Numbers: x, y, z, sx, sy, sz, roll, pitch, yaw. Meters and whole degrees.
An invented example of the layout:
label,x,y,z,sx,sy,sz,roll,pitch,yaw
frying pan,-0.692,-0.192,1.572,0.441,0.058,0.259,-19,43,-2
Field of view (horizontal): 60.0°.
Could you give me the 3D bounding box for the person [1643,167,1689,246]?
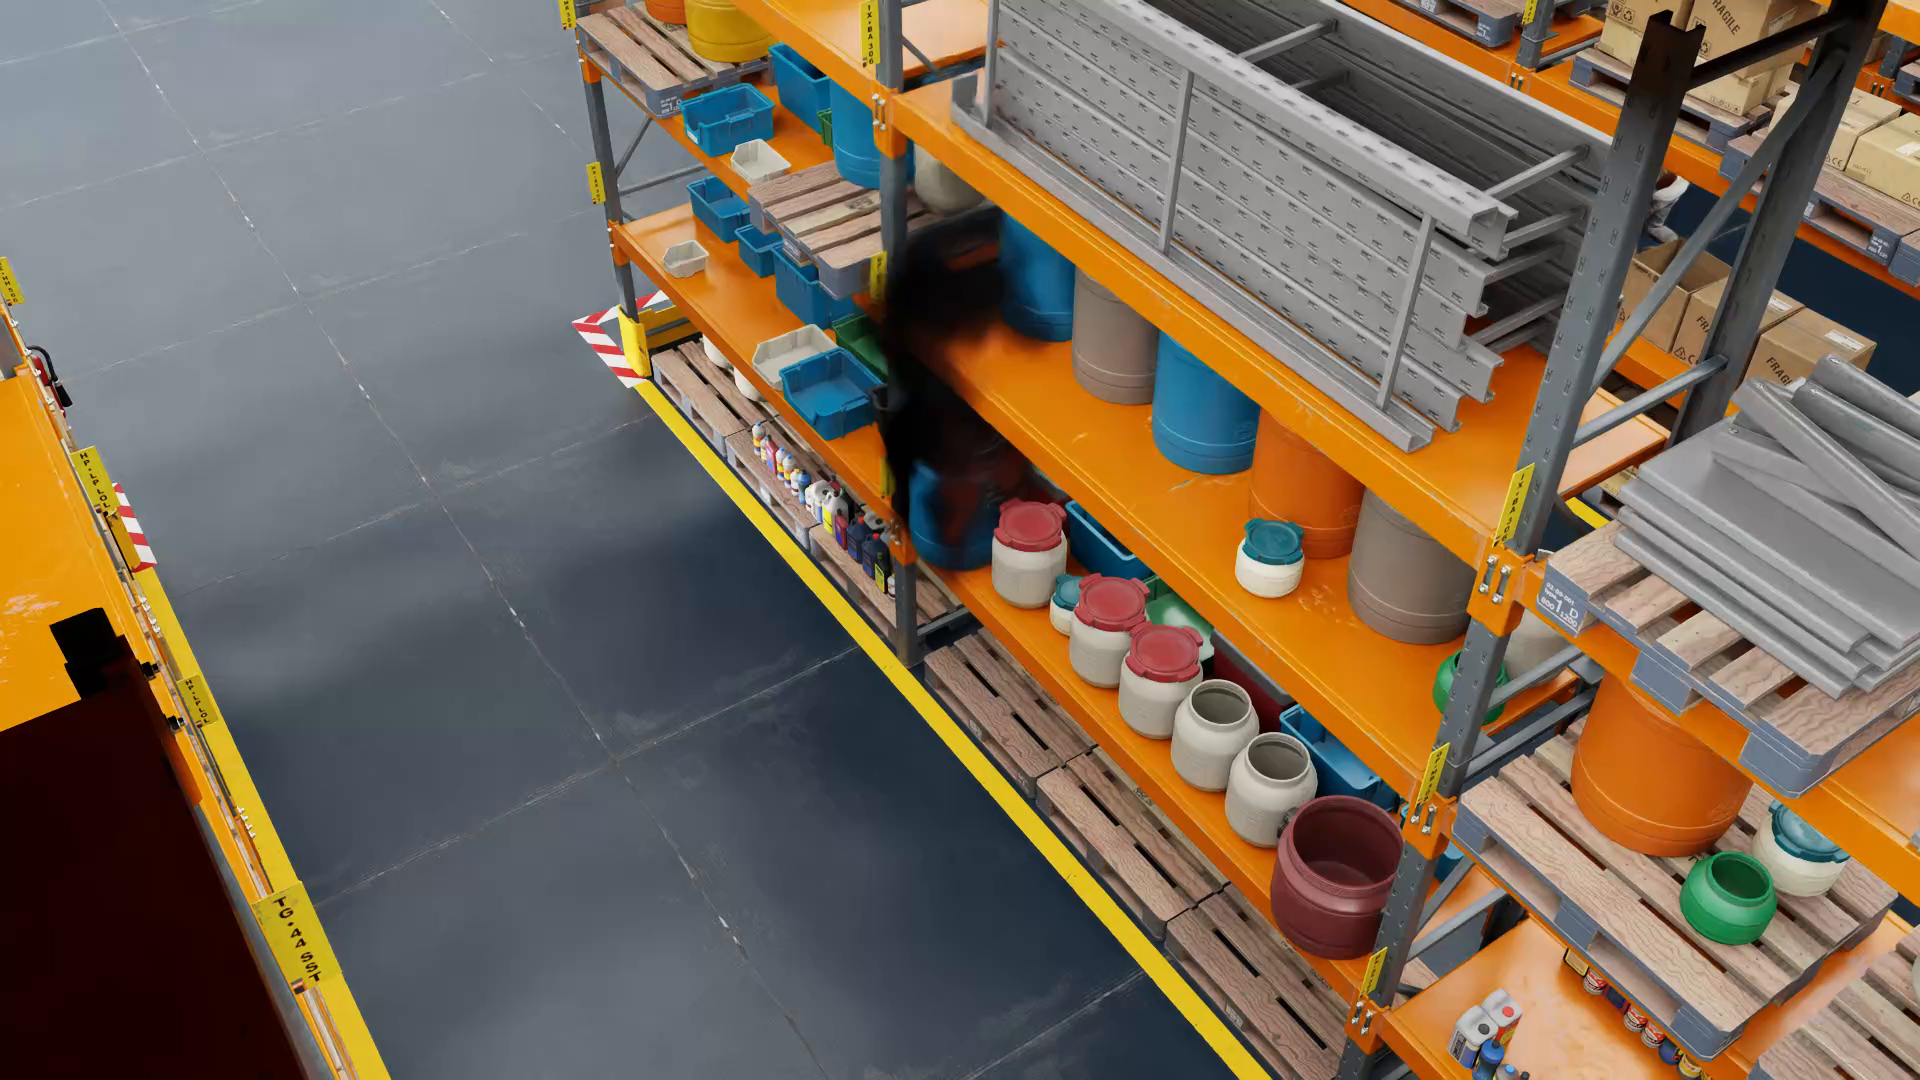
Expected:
label,x,y,z,sx,sy,sz,roll,pitch,yaw
person,5.741,-2.851,13.555,0.686,1.772,0.897,-31,51,-29
